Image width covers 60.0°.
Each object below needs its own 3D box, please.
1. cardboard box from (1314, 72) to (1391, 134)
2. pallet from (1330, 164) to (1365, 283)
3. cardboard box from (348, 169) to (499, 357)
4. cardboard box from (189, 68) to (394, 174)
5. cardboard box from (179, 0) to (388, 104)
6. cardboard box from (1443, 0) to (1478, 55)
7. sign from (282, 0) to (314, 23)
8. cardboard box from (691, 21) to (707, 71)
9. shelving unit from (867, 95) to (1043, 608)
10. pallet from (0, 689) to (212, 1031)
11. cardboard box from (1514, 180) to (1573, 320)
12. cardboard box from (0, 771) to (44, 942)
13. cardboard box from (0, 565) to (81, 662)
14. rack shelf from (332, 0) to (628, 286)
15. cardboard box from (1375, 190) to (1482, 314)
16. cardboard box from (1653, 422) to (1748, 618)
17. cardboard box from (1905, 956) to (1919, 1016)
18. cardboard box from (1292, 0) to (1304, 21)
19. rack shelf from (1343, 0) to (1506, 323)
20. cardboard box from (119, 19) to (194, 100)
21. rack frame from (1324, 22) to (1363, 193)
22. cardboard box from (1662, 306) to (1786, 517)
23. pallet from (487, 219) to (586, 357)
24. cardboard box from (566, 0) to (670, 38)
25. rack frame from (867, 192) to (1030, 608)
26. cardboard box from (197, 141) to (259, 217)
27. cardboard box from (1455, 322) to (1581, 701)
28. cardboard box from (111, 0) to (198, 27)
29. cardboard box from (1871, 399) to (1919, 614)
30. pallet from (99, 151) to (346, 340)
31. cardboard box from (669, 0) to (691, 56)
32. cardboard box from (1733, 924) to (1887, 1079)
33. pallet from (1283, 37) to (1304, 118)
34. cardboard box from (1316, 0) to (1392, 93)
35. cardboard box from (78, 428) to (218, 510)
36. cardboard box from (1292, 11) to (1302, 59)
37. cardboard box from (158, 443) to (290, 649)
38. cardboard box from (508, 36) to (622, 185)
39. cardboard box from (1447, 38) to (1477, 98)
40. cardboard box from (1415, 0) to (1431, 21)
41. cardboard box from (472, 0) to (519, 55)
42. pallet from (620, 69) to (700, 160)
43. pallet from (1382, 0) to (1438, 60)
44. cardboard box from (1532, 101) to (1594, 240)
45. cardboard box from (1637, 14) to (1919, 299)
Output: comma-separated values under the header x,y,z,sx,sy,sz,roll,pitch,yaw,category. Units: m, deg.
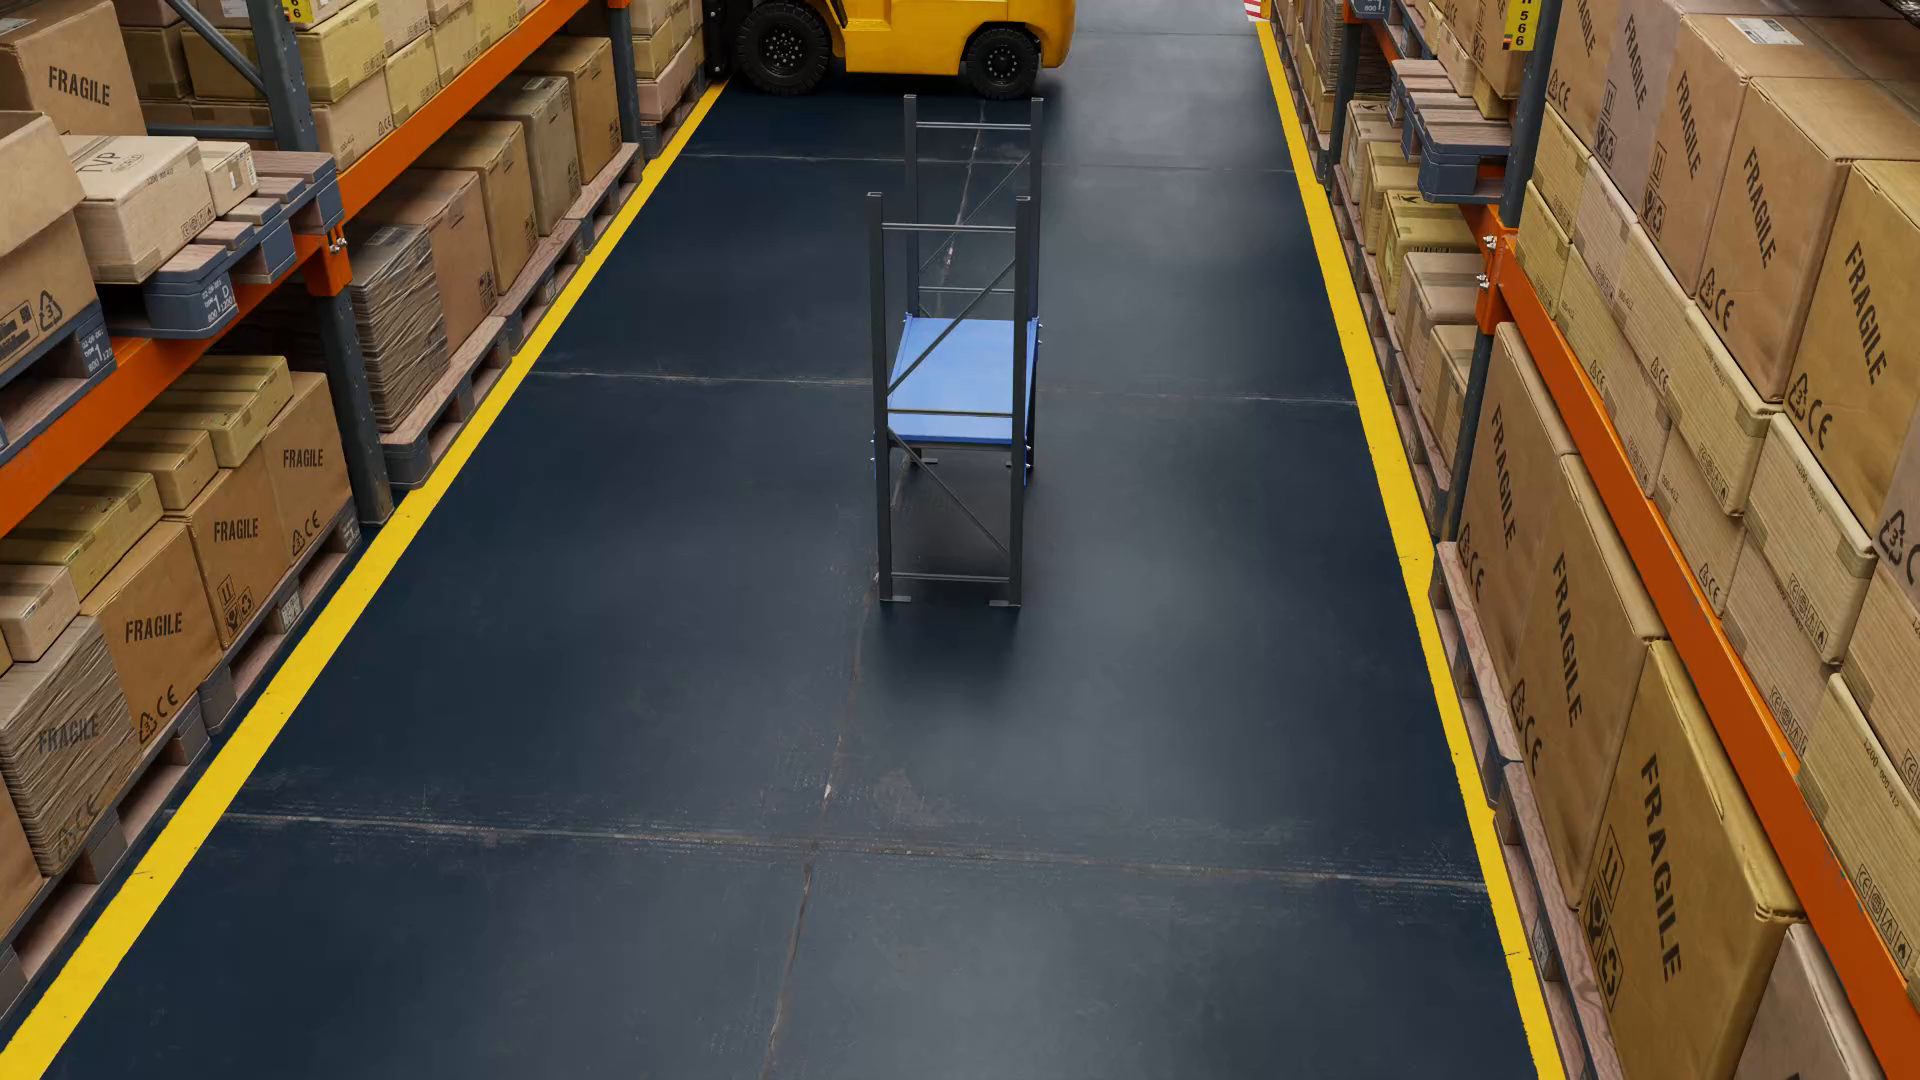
x,y,z,sx,sy,sz,roll,pitch,yaw,category
2.366,-2.589,9.813,0.500,0.250,0.500,4,32,6,cardboard box
2.524,-1.666,8.752,1.003,0.211,1.213,2,32,4,pallet
-2.578,-1.214,7.224,0.875,0.625,0.625,3,32,6,cardboard box
-2.408,-1.536,6.027,0.500,0.250,0.500,3,32,4,cardboard box
-2.383,-1.748,5.894,0.500,0.250,0.500,2,32,4,cardboard box
2.051,-2.037,5.917,0.500,0.500,0.500,2,32,3,cardboard box
-2.146,-1.820,5.315,0.100,0.325,0.005,2,32,4,sign
-1.940,-3.253,10.890,0.500,0.250,0.500,3,32,5,cardboard box
0.007,-0.683,5.929,0.538,1.500,1.048,2,32,4,shelving unit
-2.888,0.833,4.696,1.003,0.211,1.213,2,32,4,pallet
1.969,-0.860,4.929,0.500,0.250,0.500,2,32,3,cardboard box
-2.671,0.815,4.050,0.500,0.500,0.500,2,32,3,cardboard box
-2.611,0.192,4.444,0.380,0.149,0.250,1,32,2,cardboard box
-2.525,-2.118,7.514,1.077,0.370,4.000,2,32,4,rack shelf
2.435,-1.306,7.615,0.950,0.372,0.625,3,32,6,cardboard box
1.860,-0.058,3.628,0.500,0.250,0.500,2,32,4,cardboard box
1.720,0.742,2.331,0.500,0.250,0.500,2,32,3,cardboard box
2.481,-3.721,10.935,0.500,0.500,0.500,3,32,5,cardboard box
2.423,-1.908,7.173,1.077,0.370,4.000,2,32,4,rack shelf
-2.928,-1.774,5.937,0.500,0.250,0.500,3,32,5,cardboard box
2.586,-3.260,8.681,1.000,3.000,0.127,2,32,4,rack frame
1.822,-0.268,3.493,0.500,0.250,0.500,3,32,5,cardboard box
-2.480,-1.257,8.088,1.003,0.211,1.213,2,32,4,pallet
-2.010,-3.144,9.760,0.500,0.250,0.500,2,32,3,cardboard box
-0.034,-0.417,5.498,0.500,1.500,0.032,2,32,4,rack frame
-2.359,-1.091,5.000,0.380,0.149,0.250,3,32,5,cardboard box
2.121,-0.085,5.154,0.875,0.875,0.875,2,32,4,cardboard box
-2.863,-1.876,5.722,0.380,0.149,0.250,3,32,6,cardboard box
1.755,-0.060,2.441,0.500,0.500,0.500,3,32,5,cardboard box
-2.673,-0.940,5.098,1.213,0.211,1.003,2,32,4,pallet
-1.976,-3.195,10.319,0.500,0.250,0.500,2,32,4,cardboard box
1.905,1.321,2.872,0.875,0.875,0.875,3,32,6,cardboard box
2.702,-3.065,11.023,1.003,0.211,1.213,2,32,4,pallet
2.366,-2.908,9.616,0.500,0.500,0.500,2,32,3,cardboard box
-2.532,-0.221,5.113,0.380,0.149,0.250,1,32,2,cardboard box
2.489,-3.398,11.125,0.500,0.250,0.500,5,32,7,cardboard box
-2.559,-0.002,5.376,0.500,0.500,0.500,2,32,3,cardboard box
-2.393,-2.365,9.091,0.875,0.625,0.625,4,32,6,cardboard box
1.978,-1.699,5.987,0.380,0.149,0.250,2,32,4,cardboard box
2.099,-2.235,6.858,0.380,0.149,0.250,1,32,2,cardboard box
-2.283,-2.340,7.331,0.500,0.250,0.500,3,32,6,cardboard box
-2.255,-2.697,10.425,1.003,0.211,1.213,2,32,4,pallet
2.380,-2.124,7.020,1.003,0.211,1.213,2,32,4,pallet
1.973,-1.063,4.783,0.500,0.250,0.500,2,32,4,cardboard box
1.888,-0.860,3.738,0.500,0.500,0.500,3,32,5,cardboard box
